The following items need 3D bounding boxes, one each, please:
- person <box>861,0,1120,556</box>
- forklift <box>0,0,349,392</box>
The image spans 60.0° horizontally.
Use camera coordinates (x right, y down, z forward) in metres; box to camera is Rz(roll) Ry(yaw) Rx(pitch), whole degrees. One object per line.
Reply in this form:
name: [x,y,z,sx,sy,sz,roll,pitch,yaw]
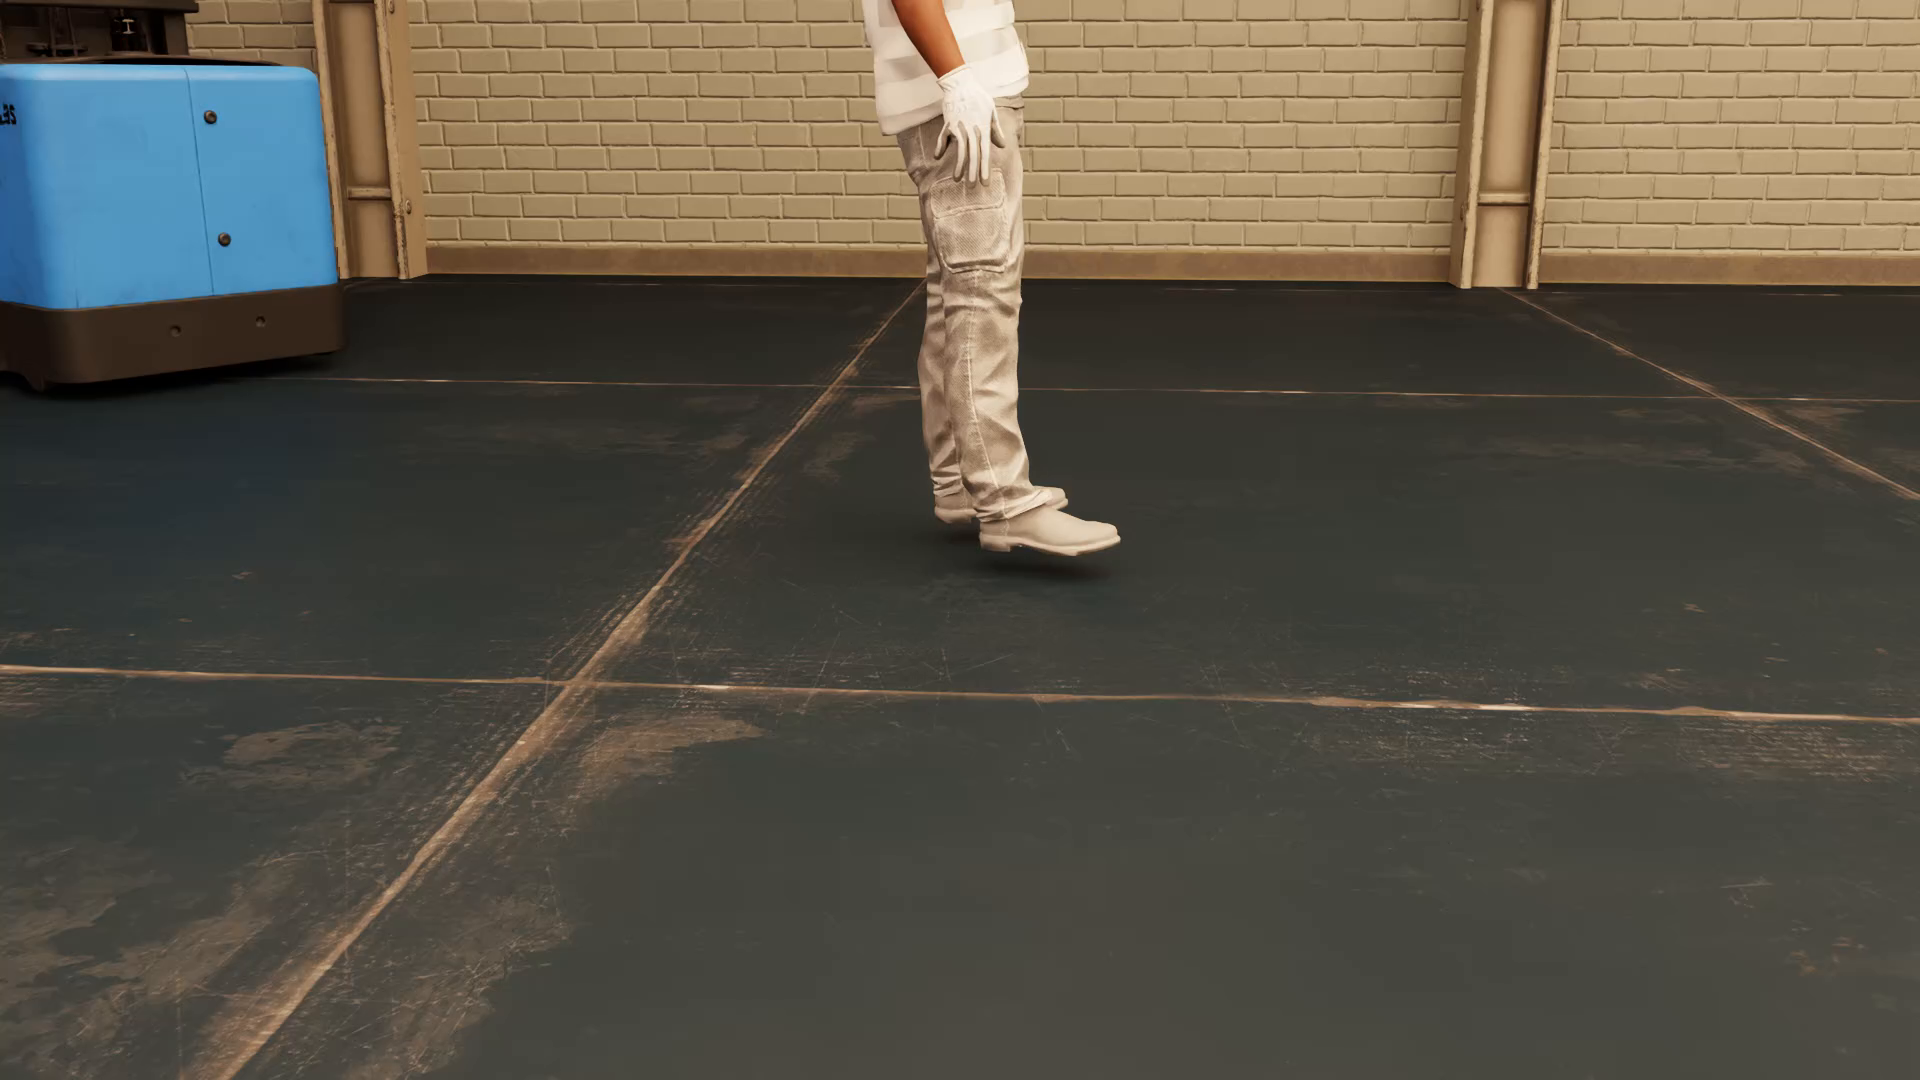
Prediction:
person: [0.071,-0.903,3.554,0.577,1.781,0.656,1,15,4]
forklift: [-3.721,-2.200,6.322,3.031,2.935,1.130,12,19,38]
